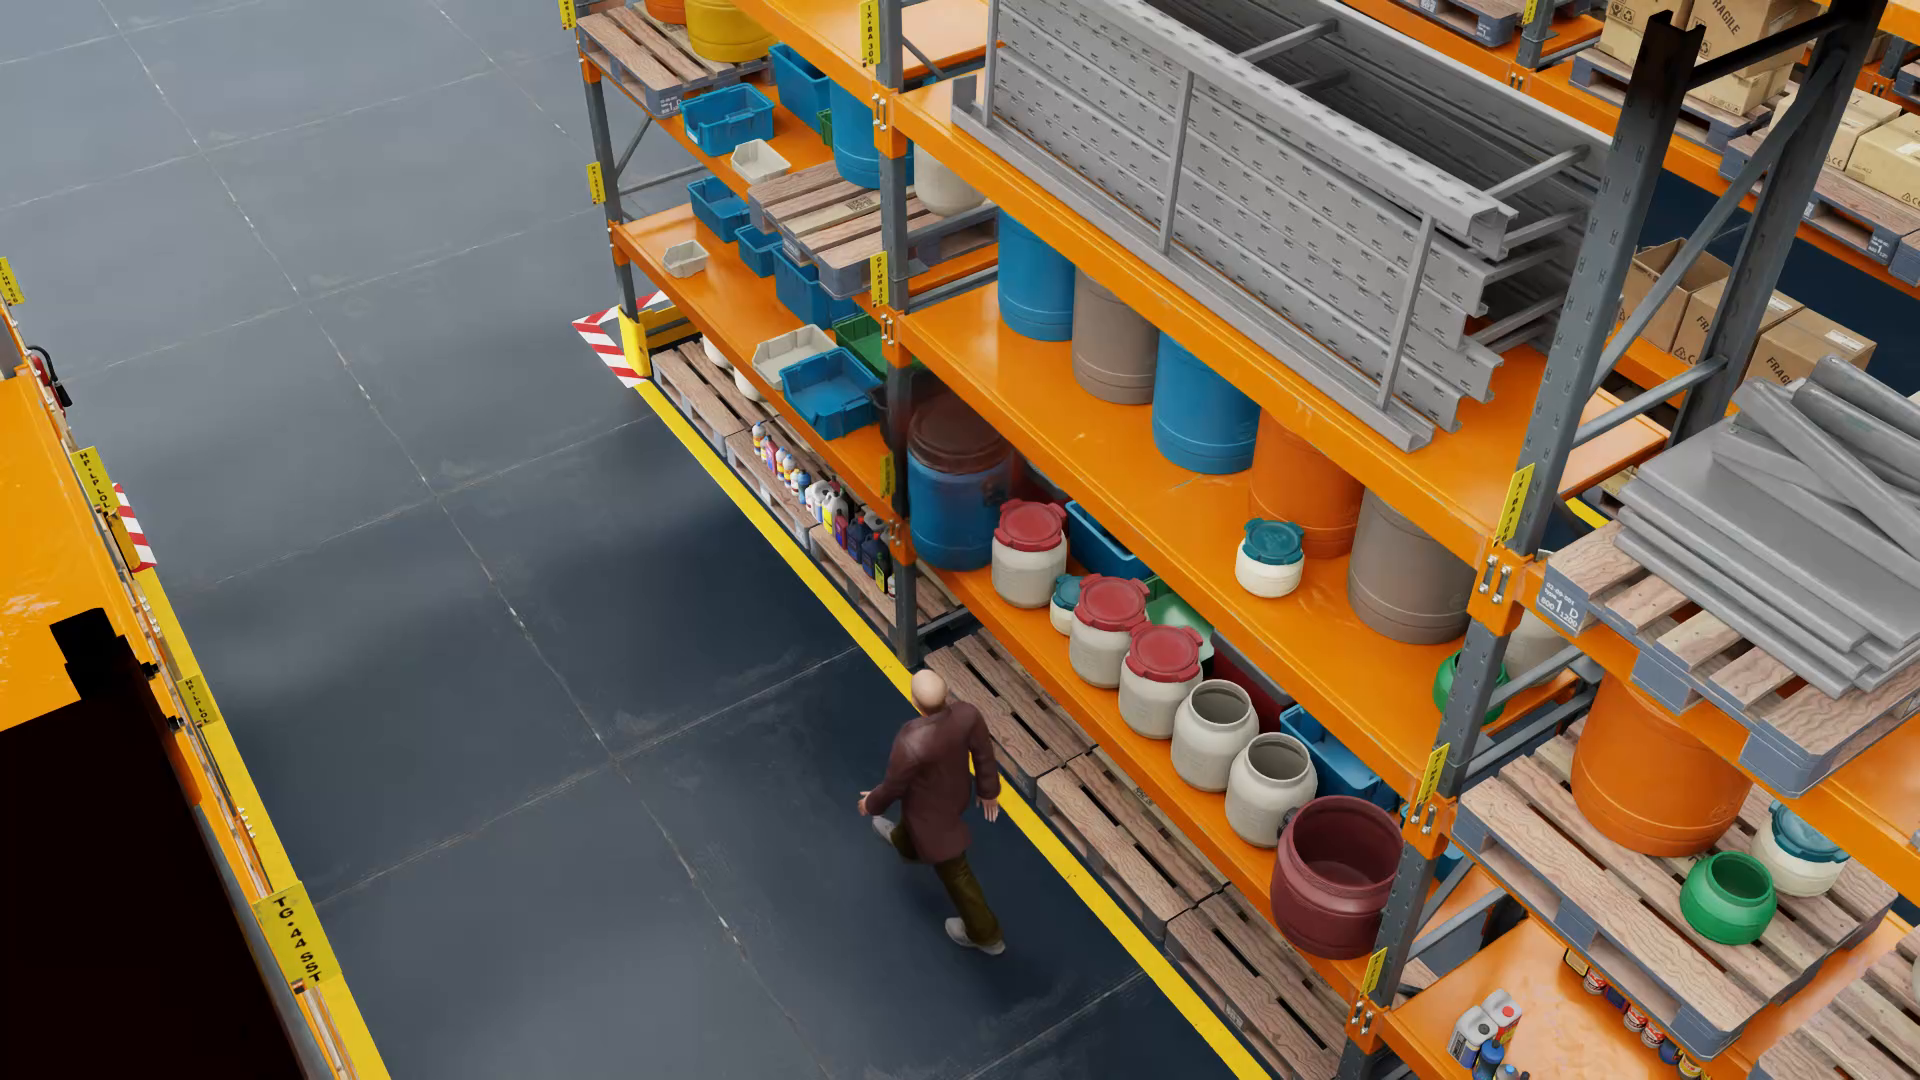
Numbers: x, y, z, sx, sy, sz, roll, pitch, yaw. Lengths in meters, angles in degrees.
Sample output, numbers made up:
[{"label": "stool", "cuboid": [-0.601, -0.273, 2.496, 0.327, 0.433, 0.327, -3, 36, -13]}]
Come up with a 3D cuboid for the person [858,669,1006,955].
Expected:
[{"label": "person", "cuboid": [-0.157, 1.333, 8.616, 1.137, 1.725, 0.599, 31, 51, 29]}]
